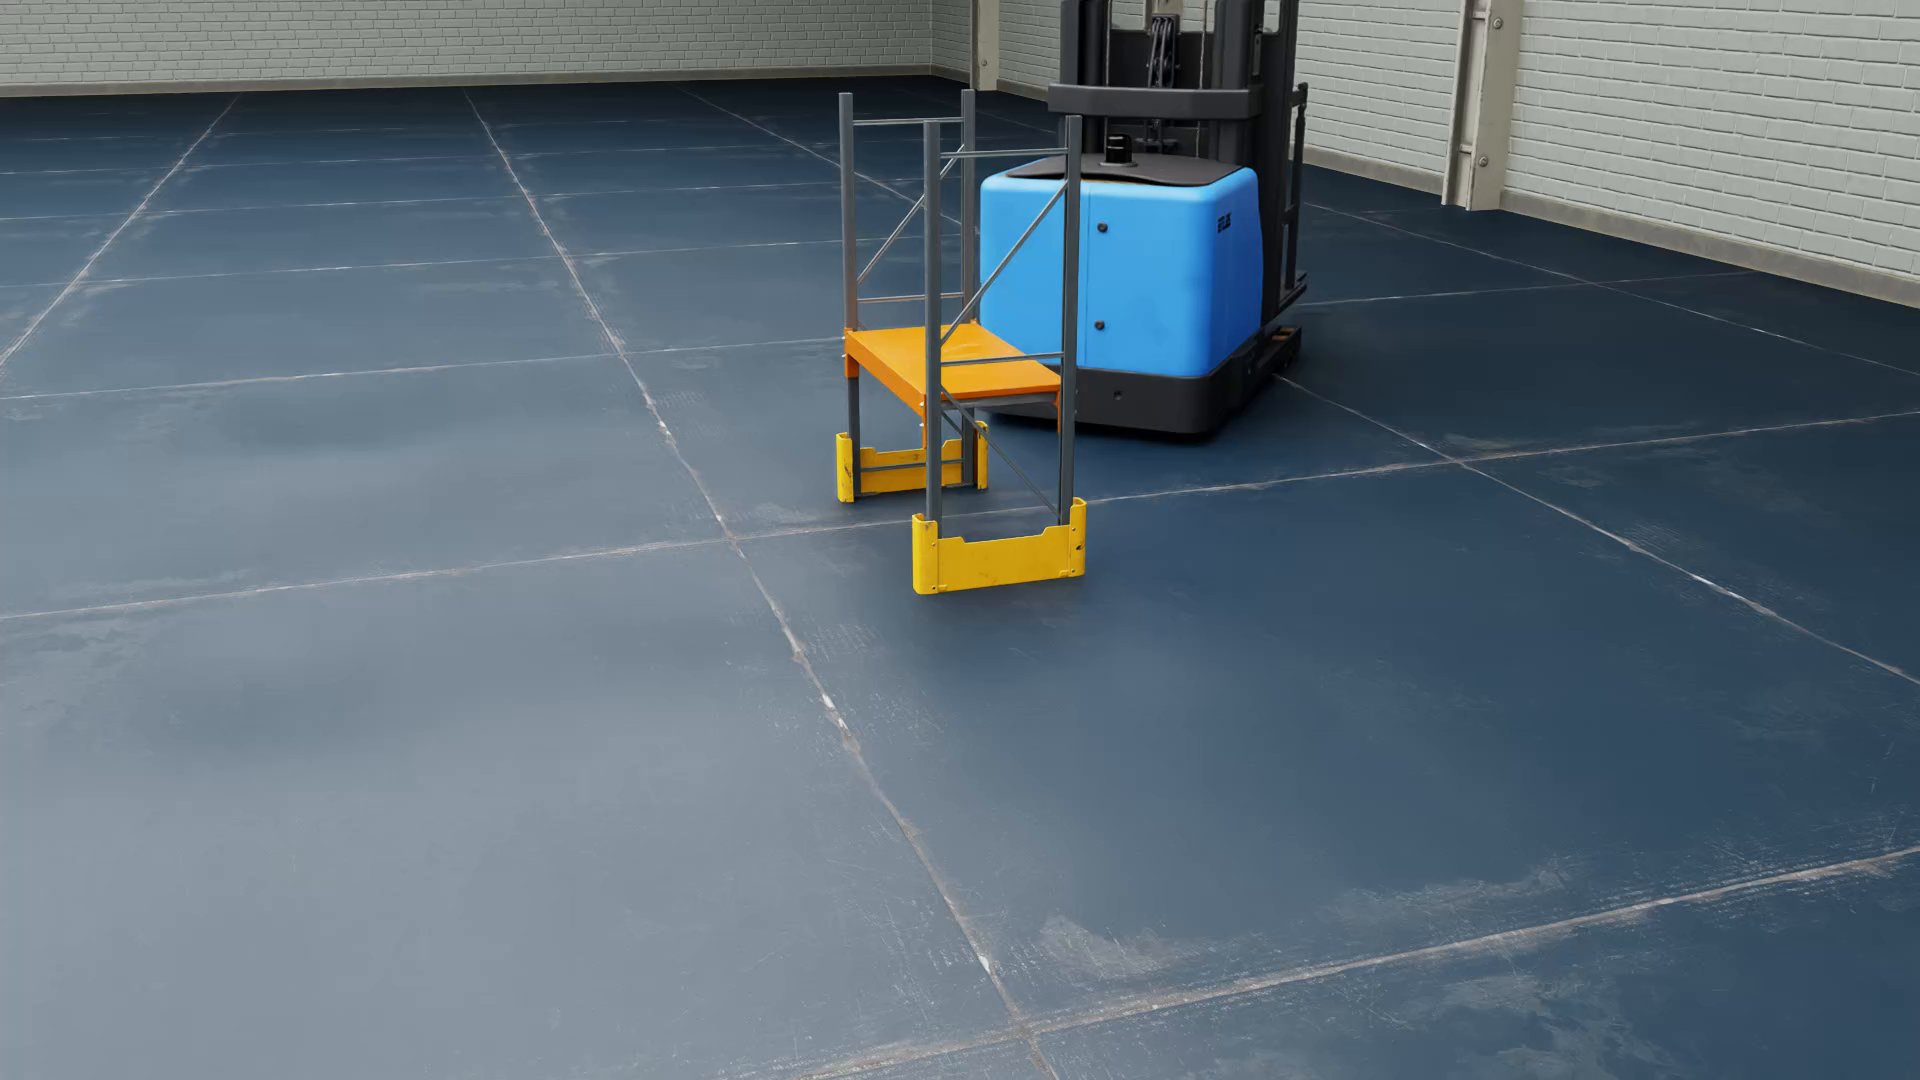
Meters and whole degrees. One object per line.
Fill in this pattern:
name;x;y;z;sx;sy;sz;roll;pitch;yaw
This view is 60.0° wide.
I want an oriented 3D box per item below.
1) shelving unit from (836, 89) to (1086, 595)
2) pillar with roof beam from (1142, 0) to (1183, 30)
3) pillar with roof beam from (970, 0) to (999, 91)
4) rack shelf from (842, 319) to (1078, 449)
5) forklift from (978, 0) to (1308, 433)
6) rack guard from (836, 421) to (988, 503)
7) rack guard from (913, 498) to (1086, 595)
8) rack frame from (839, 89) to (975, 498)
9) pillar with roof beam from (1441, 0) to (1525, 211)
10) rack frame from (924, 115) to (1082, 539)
shelving unit;-0.024;-0.730;5.731;0.587;1.500;1.083;-6;21;-17
pillar with roof beam;-1.850;-8.393;15.972;9.100;9.000;0.400;-6;21;-17
pillar with roof beam;-3.735;-10.319;21.332;9.100;9.000;0.400;-6;21;-17
rack shelf;-0.027;-0.564;5.800;0.538;0.185;1.000;-6;21;-17
forklift;1.101;-2.285;7.943;1.130;2.935;3.031;8;21;21
rack guard;-0.181;-0.302;6.387;0.587;0.250;0.087;-6;21;-17
rack guard;0.133;0.018;5.497;0.587;0.250;0.087;-6;21;-17
rack frame;-0.187;-0.896;6.193;0.500;1.500;0.032;-6;21;-17
pillar with roof beam;0.036;-6.468;10.611;9.100;9.000;0.400;-6;21;-17
rack frame;0.133;-0.570;5.285;0.500;1.500;0.032;-6;21;-17
